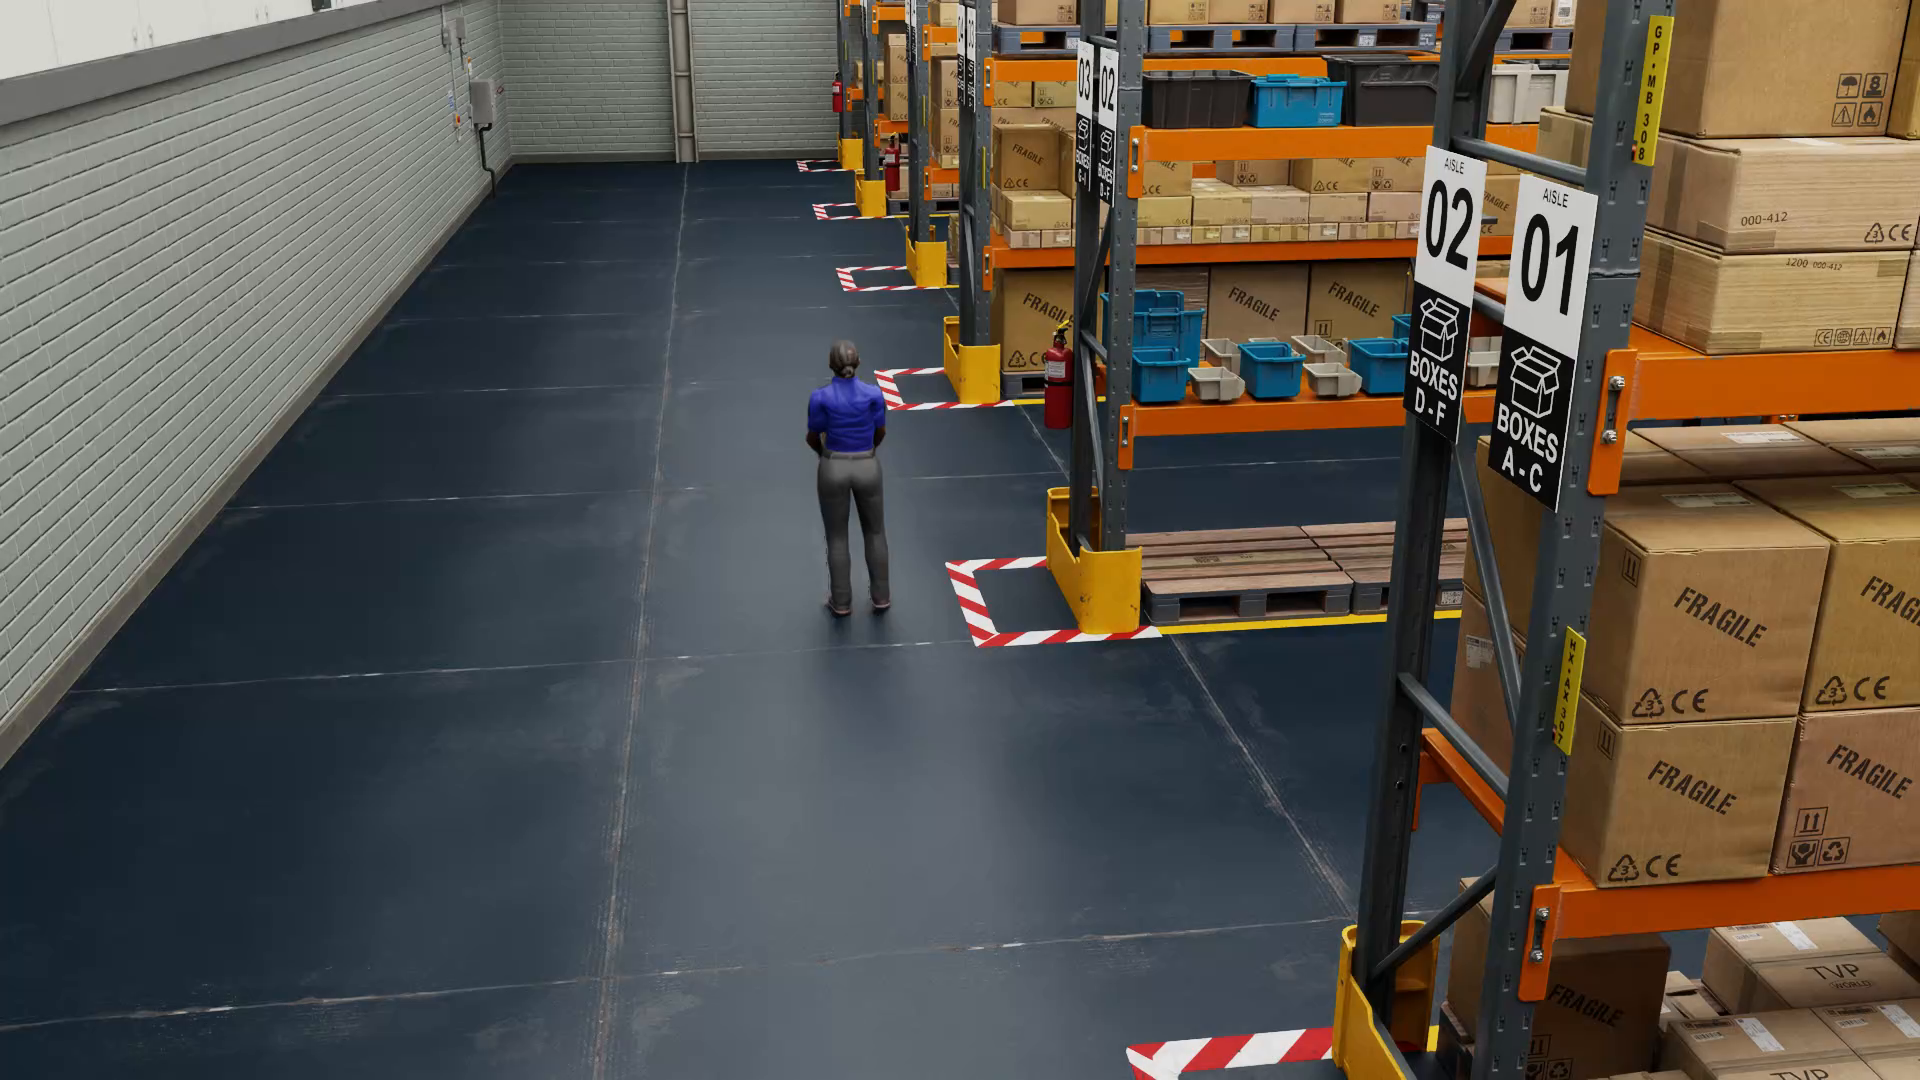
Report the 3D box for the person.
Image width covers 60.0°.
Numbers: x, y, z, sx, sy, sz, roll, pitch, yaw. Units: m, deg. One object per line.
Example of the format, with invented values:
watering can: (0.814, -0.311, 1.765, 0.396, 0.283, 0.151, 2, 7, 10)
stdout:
person: (-0.640, -0.379, 9.615, 0.488, 1.658, 0.488, -3, 20, -8)
